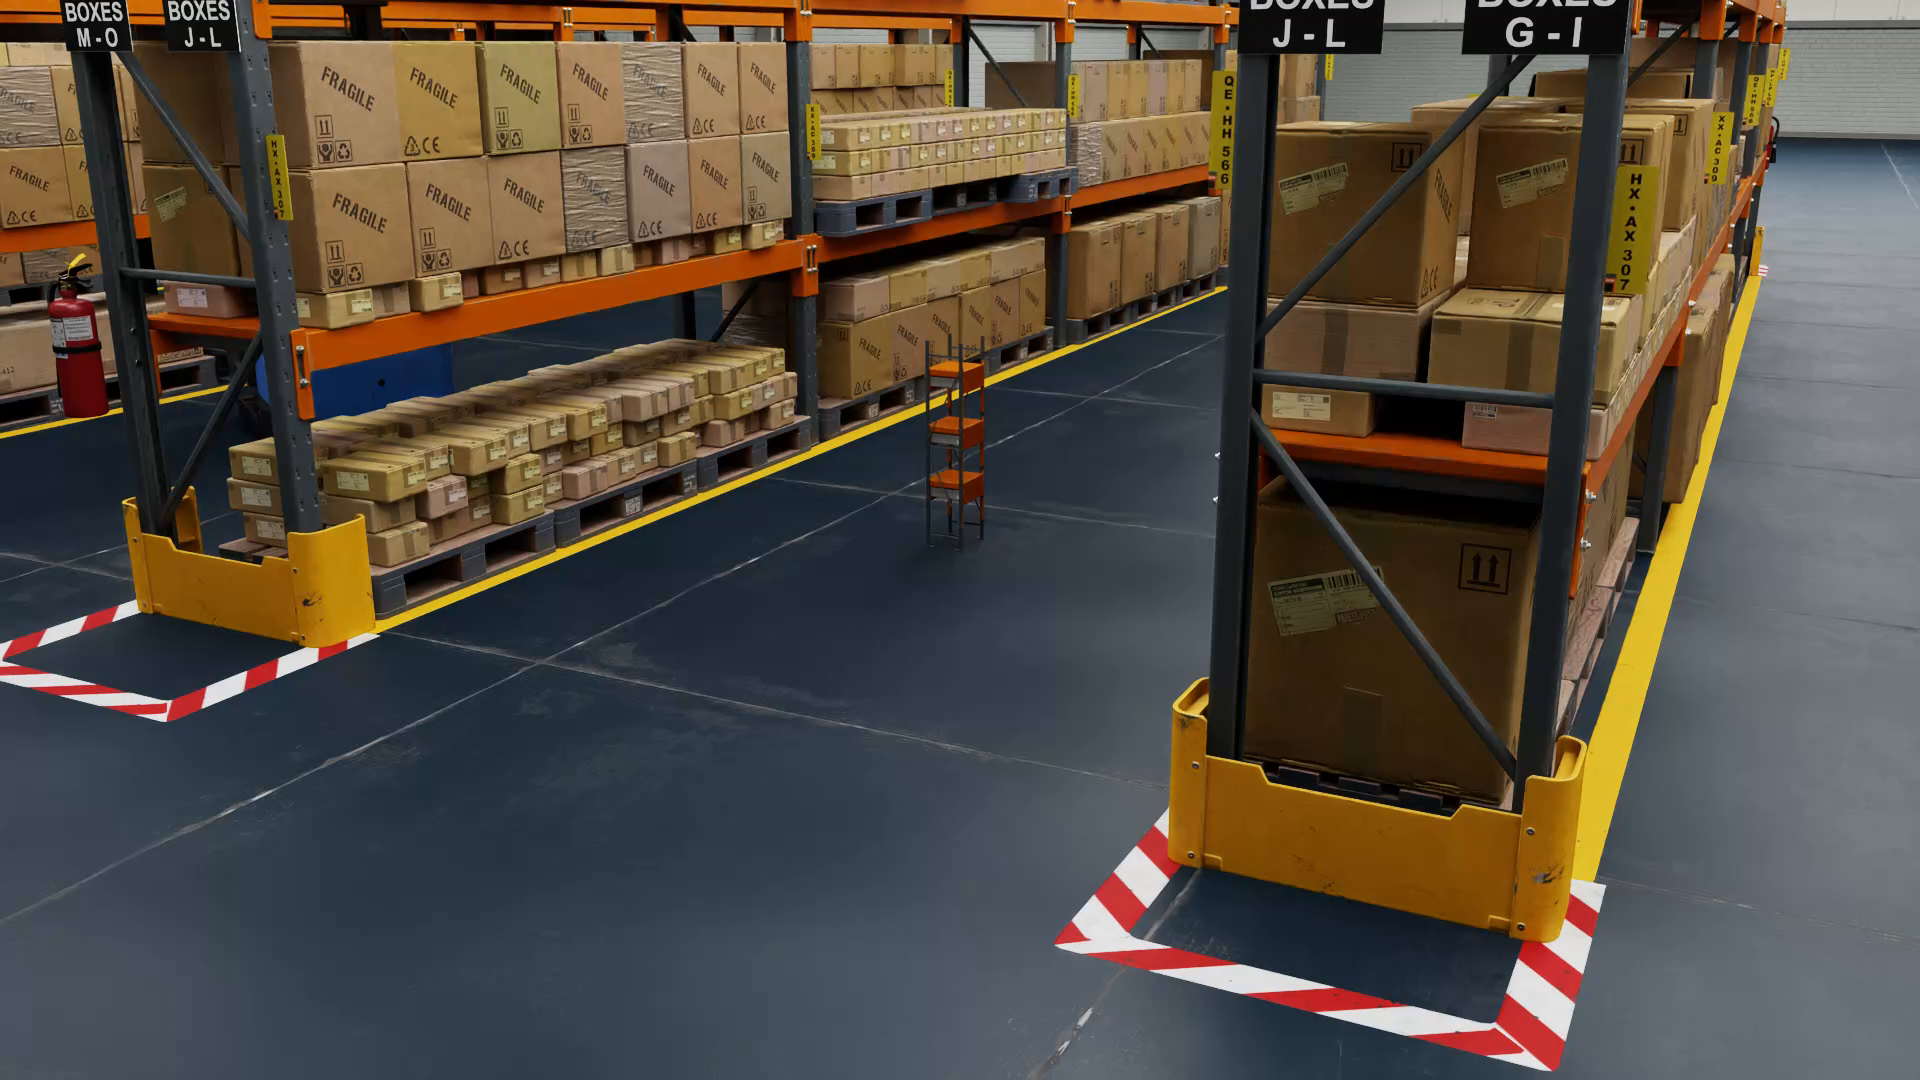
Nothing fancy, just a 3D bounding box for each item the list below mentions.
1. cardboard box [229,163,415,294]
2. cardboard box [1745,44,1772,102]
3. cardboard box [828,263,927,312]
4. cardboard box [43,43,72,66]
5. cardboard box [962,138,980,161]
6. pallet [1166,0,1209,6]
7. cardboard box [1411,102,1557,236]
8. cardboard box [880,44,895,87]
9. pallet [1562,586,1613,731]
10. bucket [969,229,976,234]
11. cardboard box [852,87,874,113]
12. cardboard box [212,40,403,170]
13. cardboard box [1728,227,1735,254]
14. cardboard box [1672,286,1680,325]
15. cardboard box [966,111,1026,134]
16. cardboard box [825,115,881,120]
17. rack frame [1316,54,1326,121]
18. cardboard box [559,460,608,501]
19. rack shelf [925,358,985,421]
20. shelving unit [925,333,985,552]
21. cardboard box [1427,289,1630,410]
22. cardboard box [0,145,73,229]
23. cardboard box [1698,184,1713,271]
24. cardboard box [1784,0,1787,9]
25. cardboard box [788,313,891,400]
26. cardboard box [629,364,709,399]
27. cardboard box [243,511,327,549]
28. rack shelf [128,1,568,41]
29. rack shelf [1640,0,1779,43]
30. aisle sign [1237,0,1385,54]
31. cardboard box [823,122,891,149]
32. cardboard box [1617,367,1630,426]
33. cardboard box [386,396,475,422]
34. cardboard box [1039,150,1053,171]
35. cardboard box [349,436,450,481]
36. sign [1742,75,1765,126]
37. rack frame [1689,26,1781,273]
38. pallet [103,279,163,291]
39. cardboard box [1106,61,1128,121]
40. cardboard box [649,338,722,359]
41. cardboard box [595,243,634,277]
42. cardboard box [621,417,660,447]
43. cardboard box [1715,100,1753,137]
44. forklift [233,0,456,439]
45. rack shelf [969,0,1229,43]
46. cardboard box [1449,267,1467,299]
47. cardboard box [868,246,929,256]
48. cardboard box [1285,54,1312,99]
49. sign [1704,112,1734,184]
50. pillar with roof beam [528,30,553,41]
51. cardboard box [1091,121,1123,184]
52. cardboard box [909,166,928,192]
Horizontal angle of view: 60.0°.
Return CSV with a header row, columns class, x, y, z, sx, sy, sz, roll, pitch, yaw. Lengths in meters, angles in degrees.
class,x,y,z,sx,sy,sz,roll,pitch,yaw
cardboard box,-2.708,-1.344,7.084,0.500,0.500,0.500,9,19,28
cardboard box,7.027,-4.226,15.031,0.500,0.500,0.500,8,18,25
cardboard box,-0.566,-1.746,11.471,0.500,0.250,0.500,9,19,27
cardboard box,-6.127,-3.234,11.074,0.380,0.149,0.250,8,18,25
cardboard box,-0.084,-2.757,11.720,0.380,0.149,0.250,8,18,24
pallet,1.841,-5.237,15.957,0.805,0.209,1.217,7,18,23
cardboard box,2.126,-1.520,6.796,0.500,0.500,0.500,7,18,24
cardboard box,-1.229,-5.885,20.617,0.700,0.500,0.500,8,18,25
pallet,2.070,0.396,6.821,1.003,0.211,1.213,8,18,25
bucket,0.205,-3.618,18.518,0.620,0.611,0.726,-27,30,-37
cardboard box,-1.382,-5.259,20.265,0.500,0.500,0.500,8,18,25
cardboard box,-2.718,-1.825,6.946,0.500,0.500,0.500,8,18,25
cardboard box,7.855,-3.183,17.624,0.500,0.500,0.500,14,22,40
cardboard box,2.836,-1.000,7.065,0.380,0.149,0.250,8,19,26
cardboard box,0.263,-3.096,12.339,0.380,0.149,0.250,9,19,27
cardboard box,-0.781,-2.918,11.740,0.380,0.149,0.250,7,18,23
rack frame,3.994,-5.150,20.595,1.000,3.000,0.127,8,18,25
cardboard box,-2.057,-0.324,8.615,0.380,0.149,0.250,7,18,23
rack shelf,-0.024,-0.752,8.251,0.215,0.259,0.240,8,18,25
shelving unit,-0.024,-0.490,8.329,0.215,1.050,0.252,8,18,25
cardboard box,1.692,-0.576,4.937,0.500,0.250,0.500,8,18,24
cardboard box,-6.257,-2.333,10.935,0.500,0.500,0.500,8,18,25
cardboard box,3.677,-1.698,8.797,0.500,0.500,0.500,8,18,25
cardboard box,8.398,-5.704,17.456,0.500,0.250,0.500,9,19,27
cardboard box,-0.801,-1.251,11.120,0.500,0.500,0.500,9,19,28
cardboard box,-1.664,-0.899,9.507,0.380,0.149,0.250,9,19,27
cardboard box,-3.107,-0.070,7.760,0.380,0.149,0.250,8,19,26
rack shelf,-4.948,-4.300,13.728,1.077,0.370,4.000,8,18,25
rack shelf,5.705,-4.058,12.913,1.077,0.370,4.000,8,18,25
aisle sign,0.936,-1.684,4.359,0.394,0.787,0.004,8,18,25
cardboard box,-0.662,-2.573,10.578,0.380,0.149,0.250,9,19,27
cardboard box,1.918,-0.476,5.301,0.380,0.149,0.250,8,18,24
cardboard box,-2.738,-0.634,8.614,0.380,0.149,0.250,9,19,27
cardboard box,0.497,-2.946,12.878,0.380,0.149,0.250,8,18,25
cardboard box,-2.602,-0.370,7.727,0.380,0.149,0.250,8,19,26
sign,5.309,-2.941,11.123,0.100,0.325,0.005,8,18,25
rack frame,8.386,-4.493,18.384,1.000,3.000,0.127,8,18,25
pallet,-8.864,-2.825,17.664,1.003,0.211,1.213,8,18,25
cardboard box,1.080,-4.012,14.833,0.700,0.500,0.500,8,18,25
cardboard box,-1.708,-1.152,10.358,0.380,0.149,0.250,9,19,28
cardboard box,-1.921,-1.463,8.623,0.380,0.149,0.250,9,19,26
cardboard box,-1.873,-0.624,9.105,0.380,0.149,0.250,7,18,23
cardboard box,5.906,-3.272,13.353,0.797,0.503,0.637,10,19,31
forklift,-4.253,-2.232,10.891,1.130,2.935,3.031,-9,19,-28
rack shelf,1.313,-4.715,15.125,1.077,0.370,4.000,8,18,25
cardboard box,1.443,-0.775,5.605,0.500,0.250,0.500,8,18,24
cardboard box,-0.565,-2.076,12.582,0.500,0.250,0.500,8,18,26
cardboard box,3.630,-5.498,19.607,0.875,0.550,0.550,8,18,25
sign,3.521,-1.819,7.722,0.100,0.325,0.005,8,18,25
pillar with roof beam,-2.188,-8.650,21.842,9.100,9.000,0.400,8,18,25
cardboard box,1.086,-3.370,14.427,0.500,0.500,0.500,8,18,25
cardboard box,-0.434,-2.414,11.088,0.380,0.149,0.250,8,18,26
